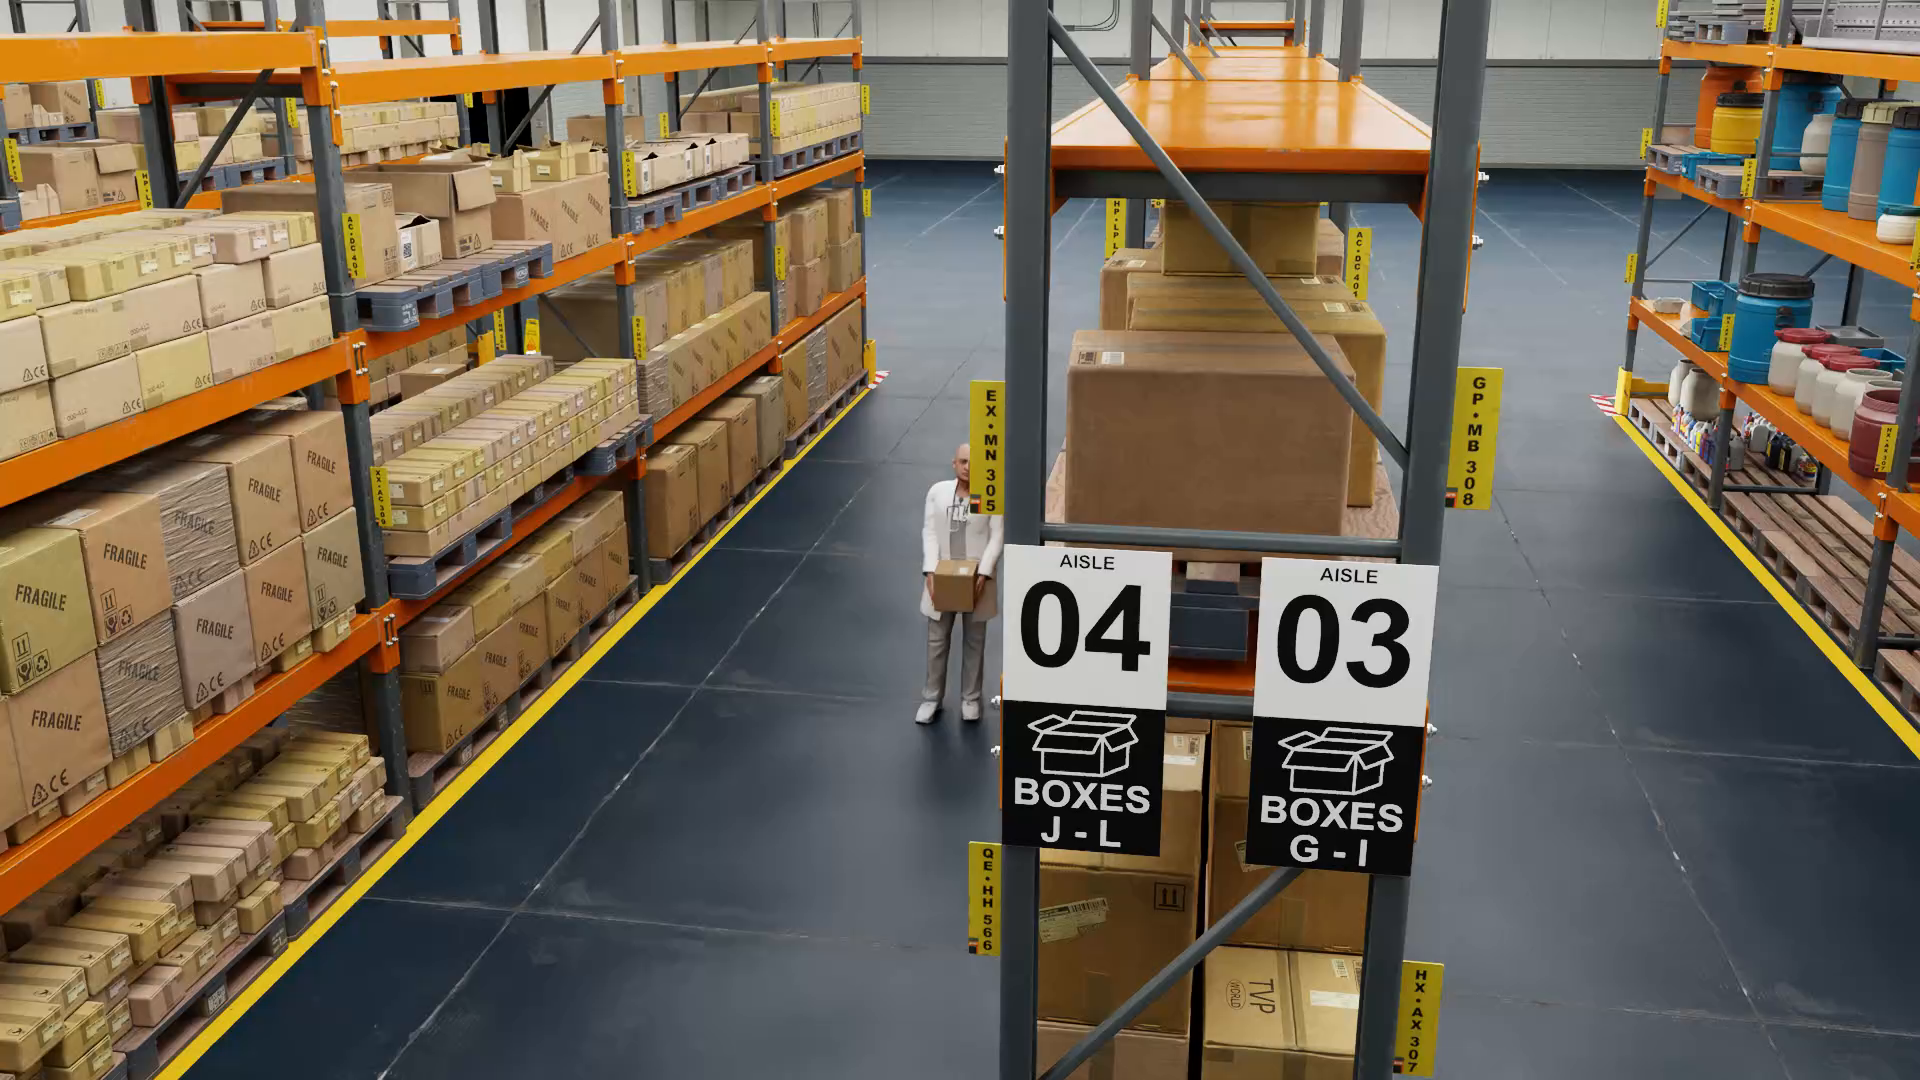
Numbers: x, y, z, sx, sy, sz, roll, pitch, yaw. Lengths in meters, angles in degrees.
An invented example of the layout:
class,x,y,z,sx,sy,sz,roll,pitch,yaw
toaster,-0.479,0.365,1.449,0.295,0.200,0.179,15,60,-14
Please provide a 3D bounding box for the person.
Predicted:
class,x,y,z,sx,sy,sz,roll,pitch,yaw
person,0.008,0.287,10.662,0.557,1.781,0.523,3,18,8
